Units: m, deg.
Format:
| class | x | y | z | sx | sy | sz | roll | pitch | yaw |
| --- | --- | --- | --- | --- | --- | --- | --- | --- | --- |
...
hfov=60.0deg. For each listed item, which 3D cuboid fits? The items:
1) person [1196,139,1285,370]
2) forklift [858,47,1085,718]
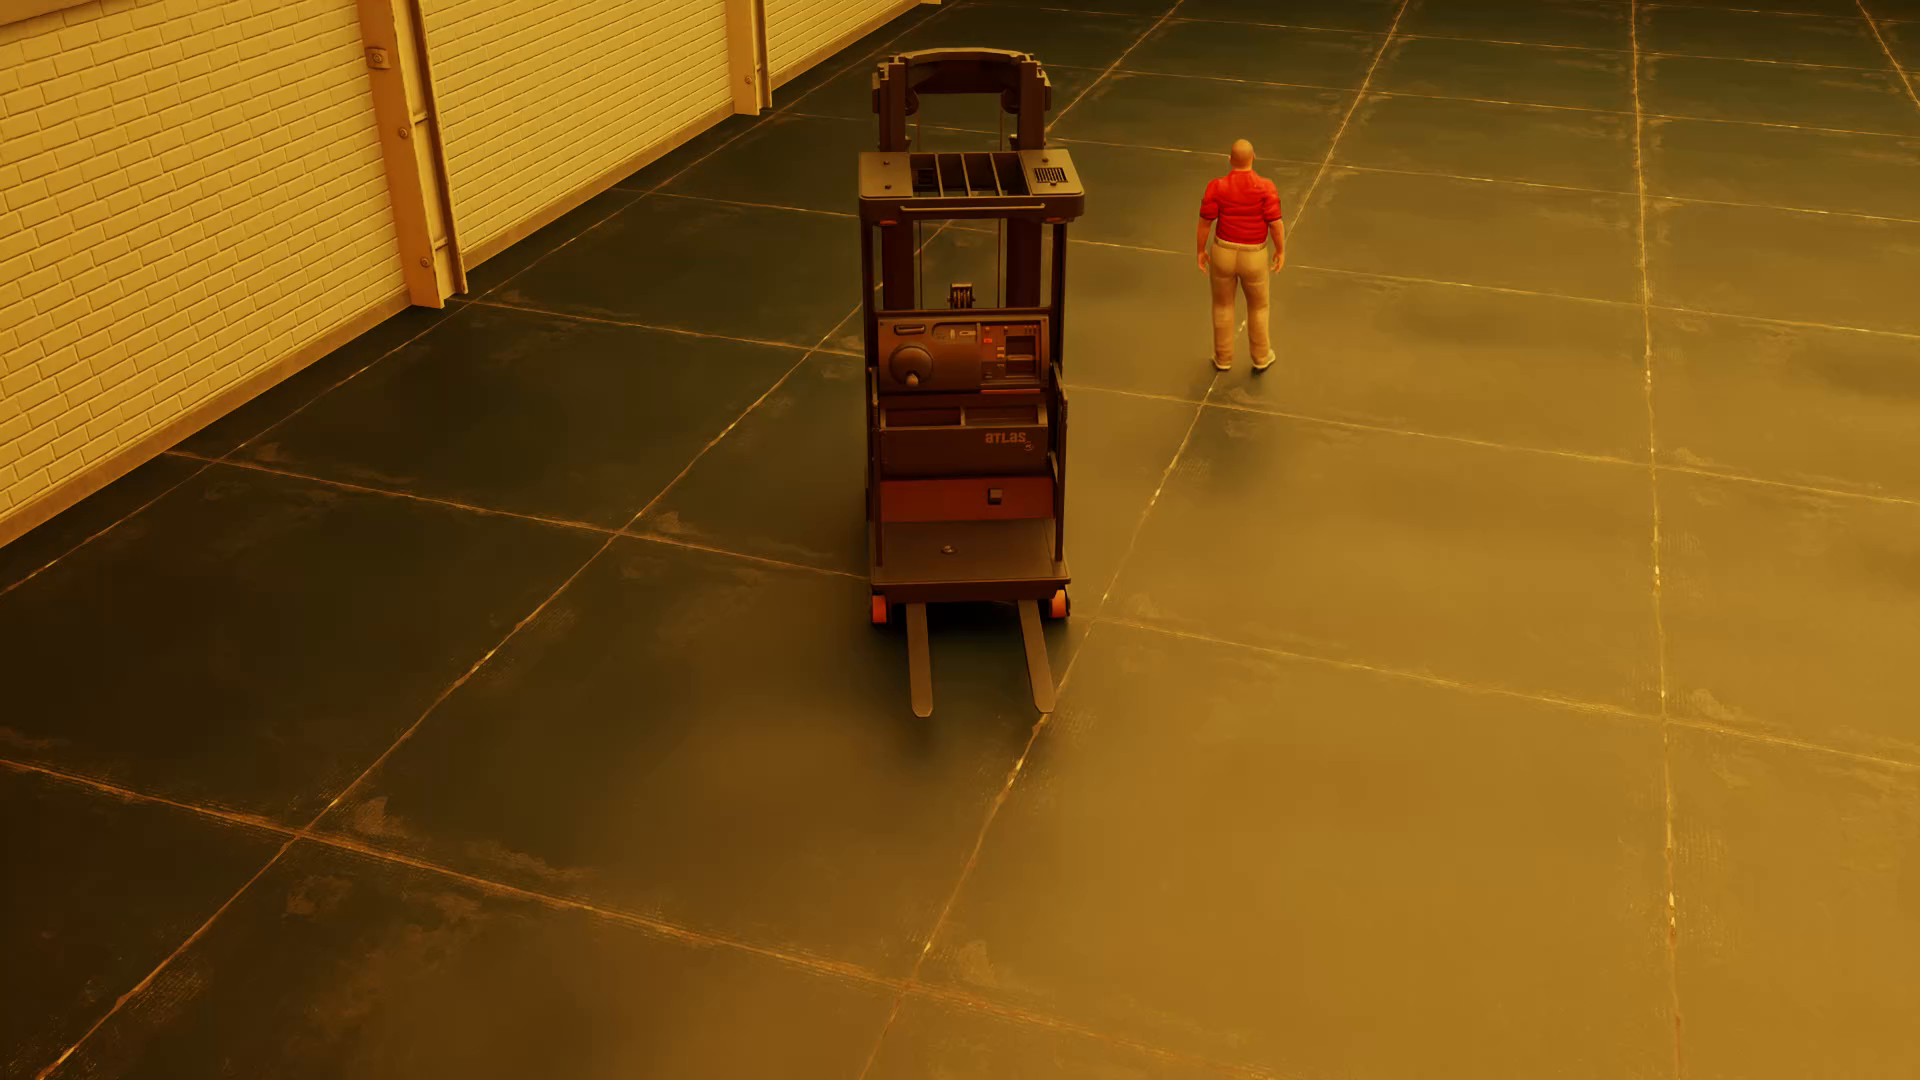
| class | x | y | z | sx | sy | sz | roll | pitch | yaw |
| --- | --- | --- | --- | --- | --- | --- | --- | --- | --- |
| person | 2.017 | -2.055 | 11.949 | 0.628 | 1.733 | 0.534 | 7 | 30 | 13 |
| forklift | 0.035 | -0.972 | 8.842 | 1.130 | 2.935 | 3.031 | -2 | 30 | -3 |
